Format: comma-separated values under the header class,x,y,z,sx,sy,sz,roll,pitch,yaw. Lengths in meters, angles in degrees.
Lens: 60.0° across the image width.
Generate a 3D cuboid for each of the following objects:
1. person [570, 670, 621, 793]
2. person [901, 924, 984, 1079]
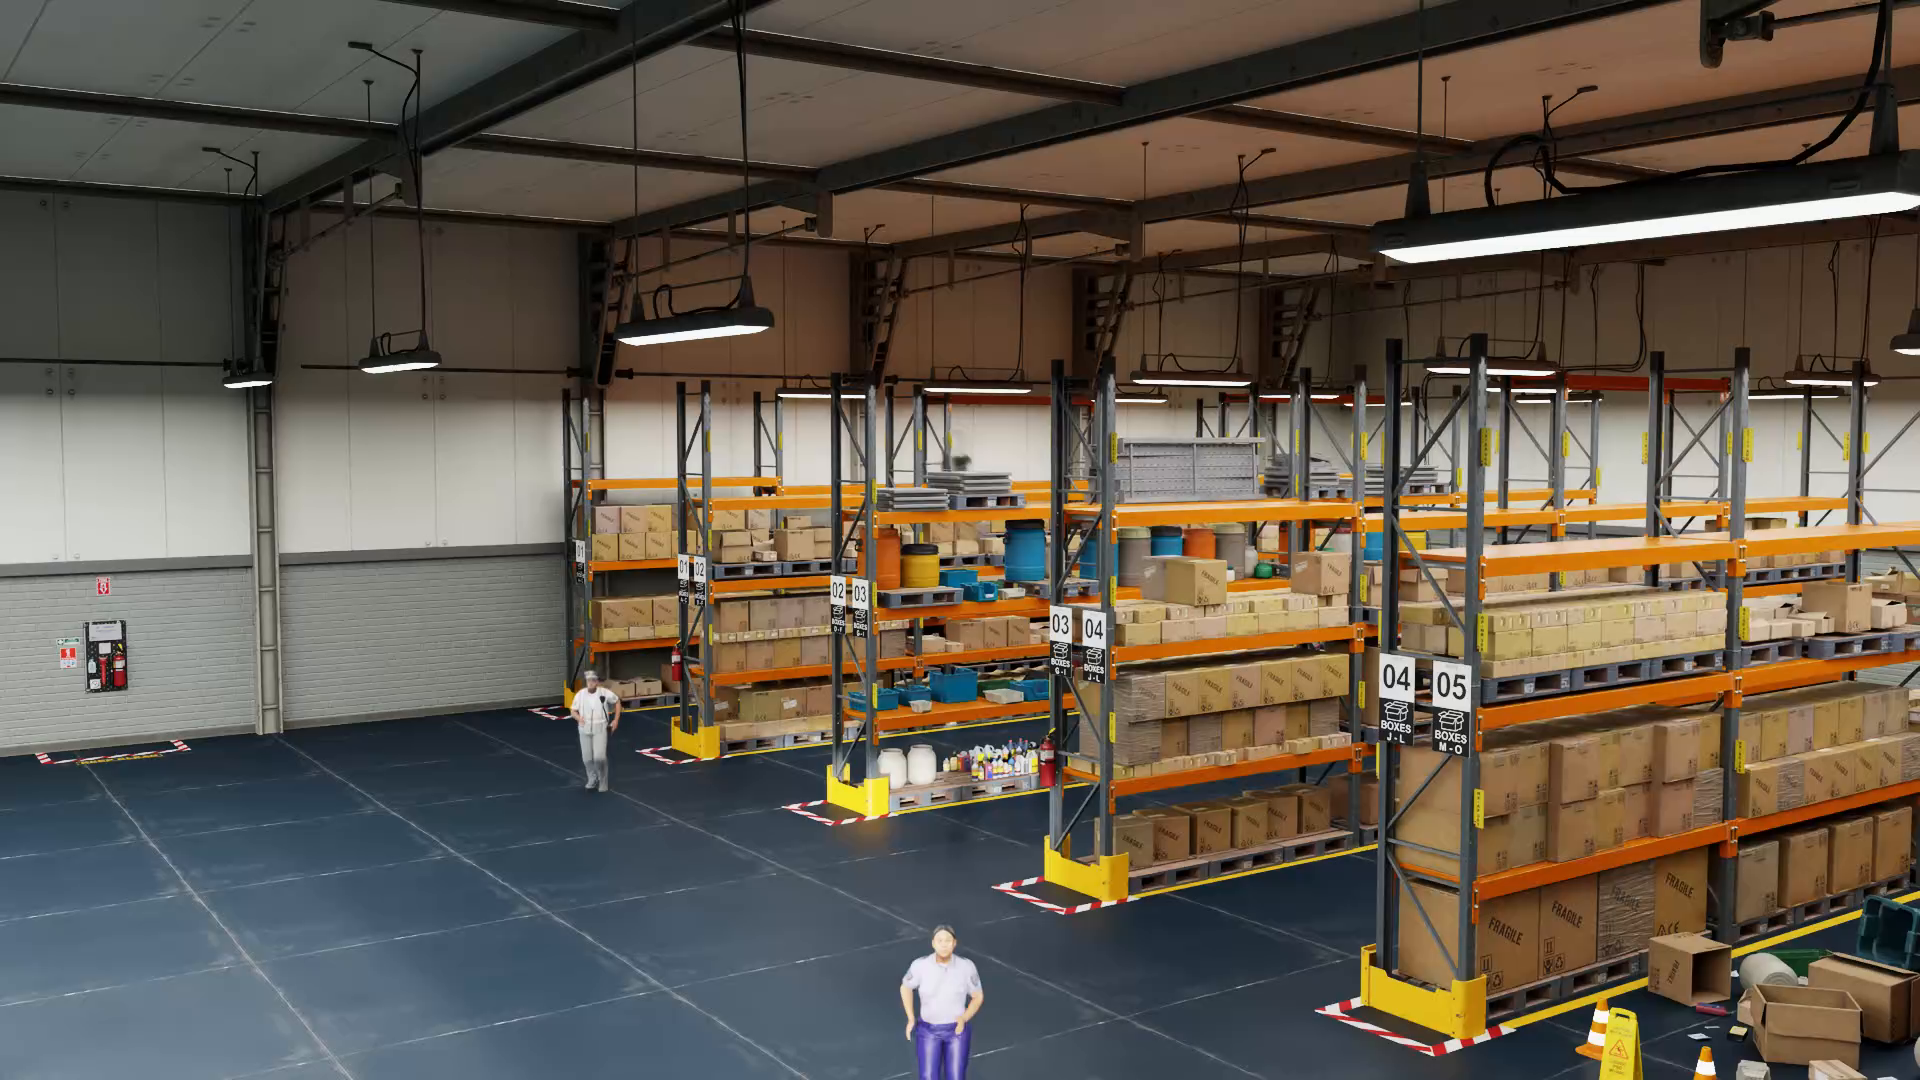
class,x,y,z,sx,sy,sz,roll,pitch,yaw
person,-5.250,2.769,23.897,0.683,1.822,0.718,0,4,-3
person,-0.124,3.593,12.077,0.607,1.603,0.547,0,4,-3
